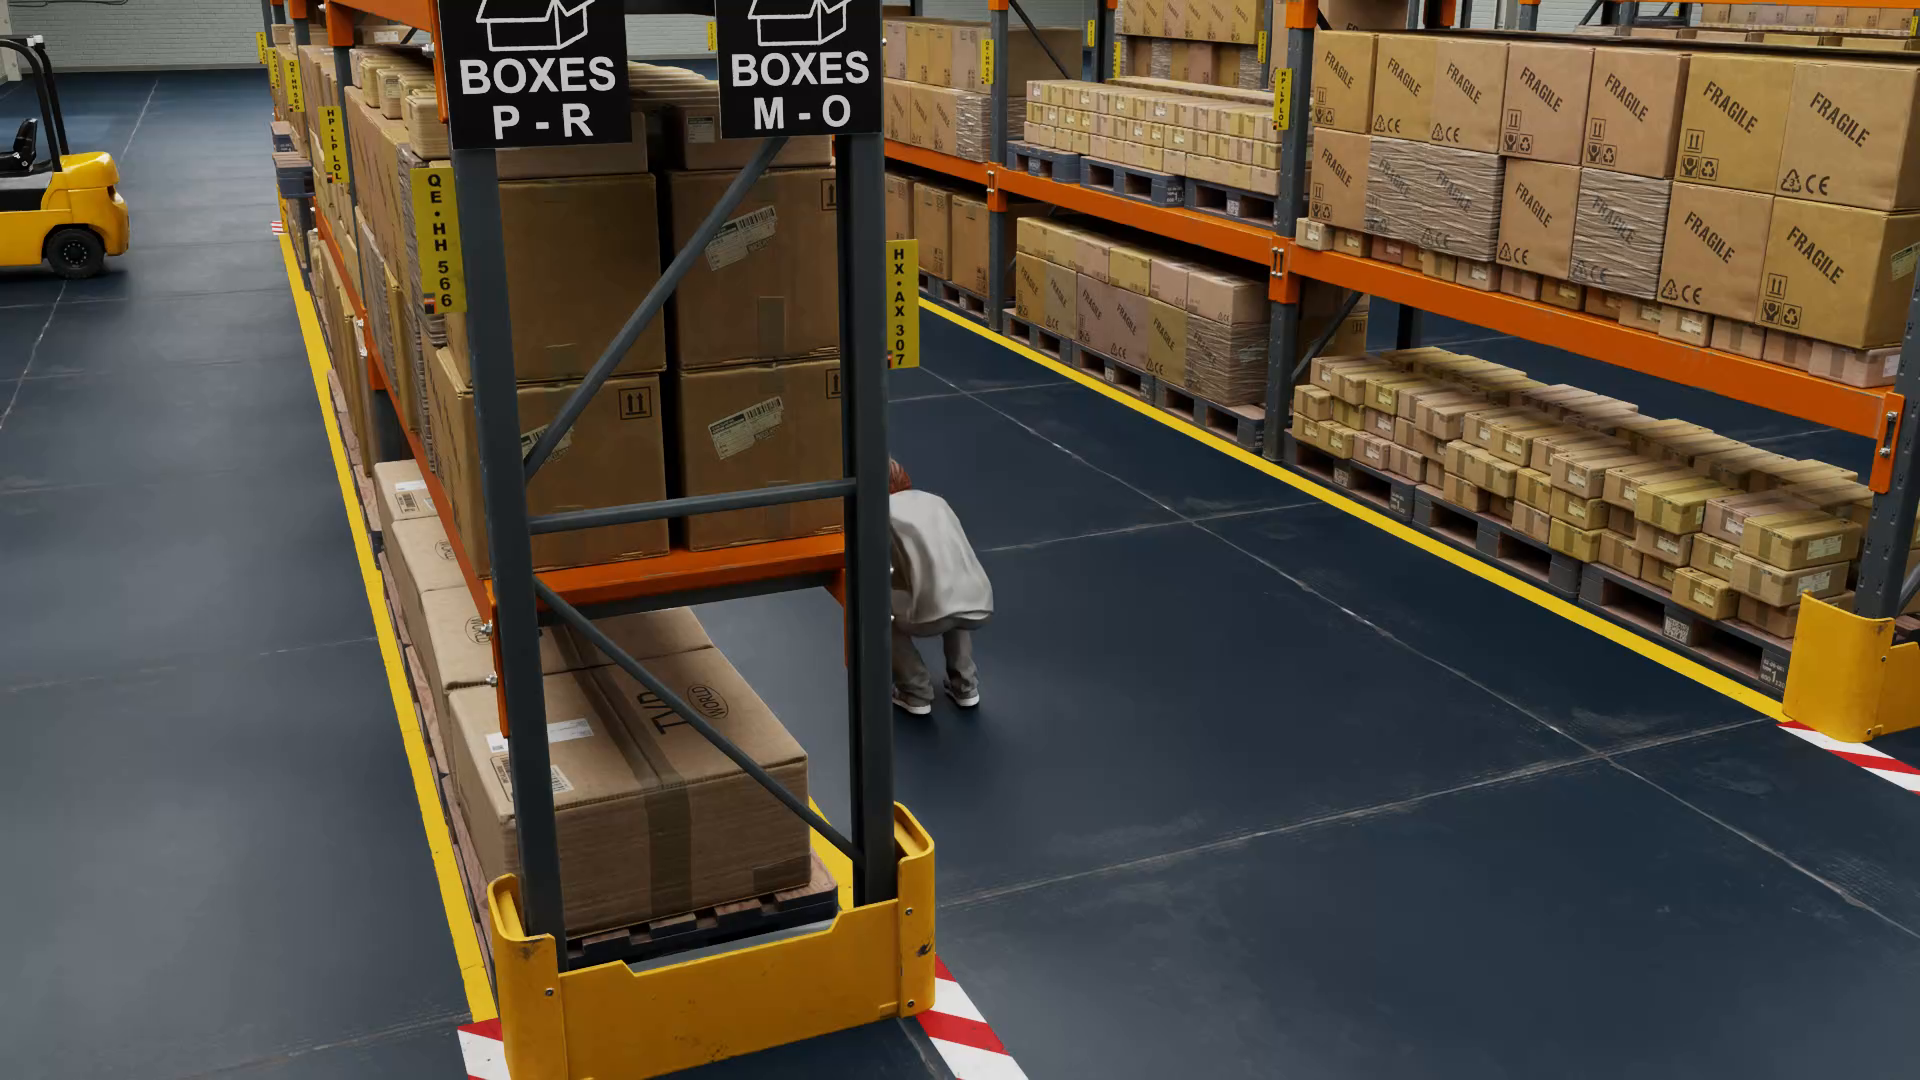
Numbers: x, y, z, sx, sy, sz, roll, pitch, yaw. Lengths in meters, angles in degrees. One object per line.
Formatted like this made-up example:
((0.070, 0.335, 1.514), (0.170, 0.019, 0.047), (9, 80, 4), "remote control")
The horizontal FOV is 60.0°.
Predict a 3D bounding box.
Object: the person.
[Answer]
((-0.164, 0.192, 6.587), (0.447, 0.907, 0.807), (-8, 21, -22), "person")
